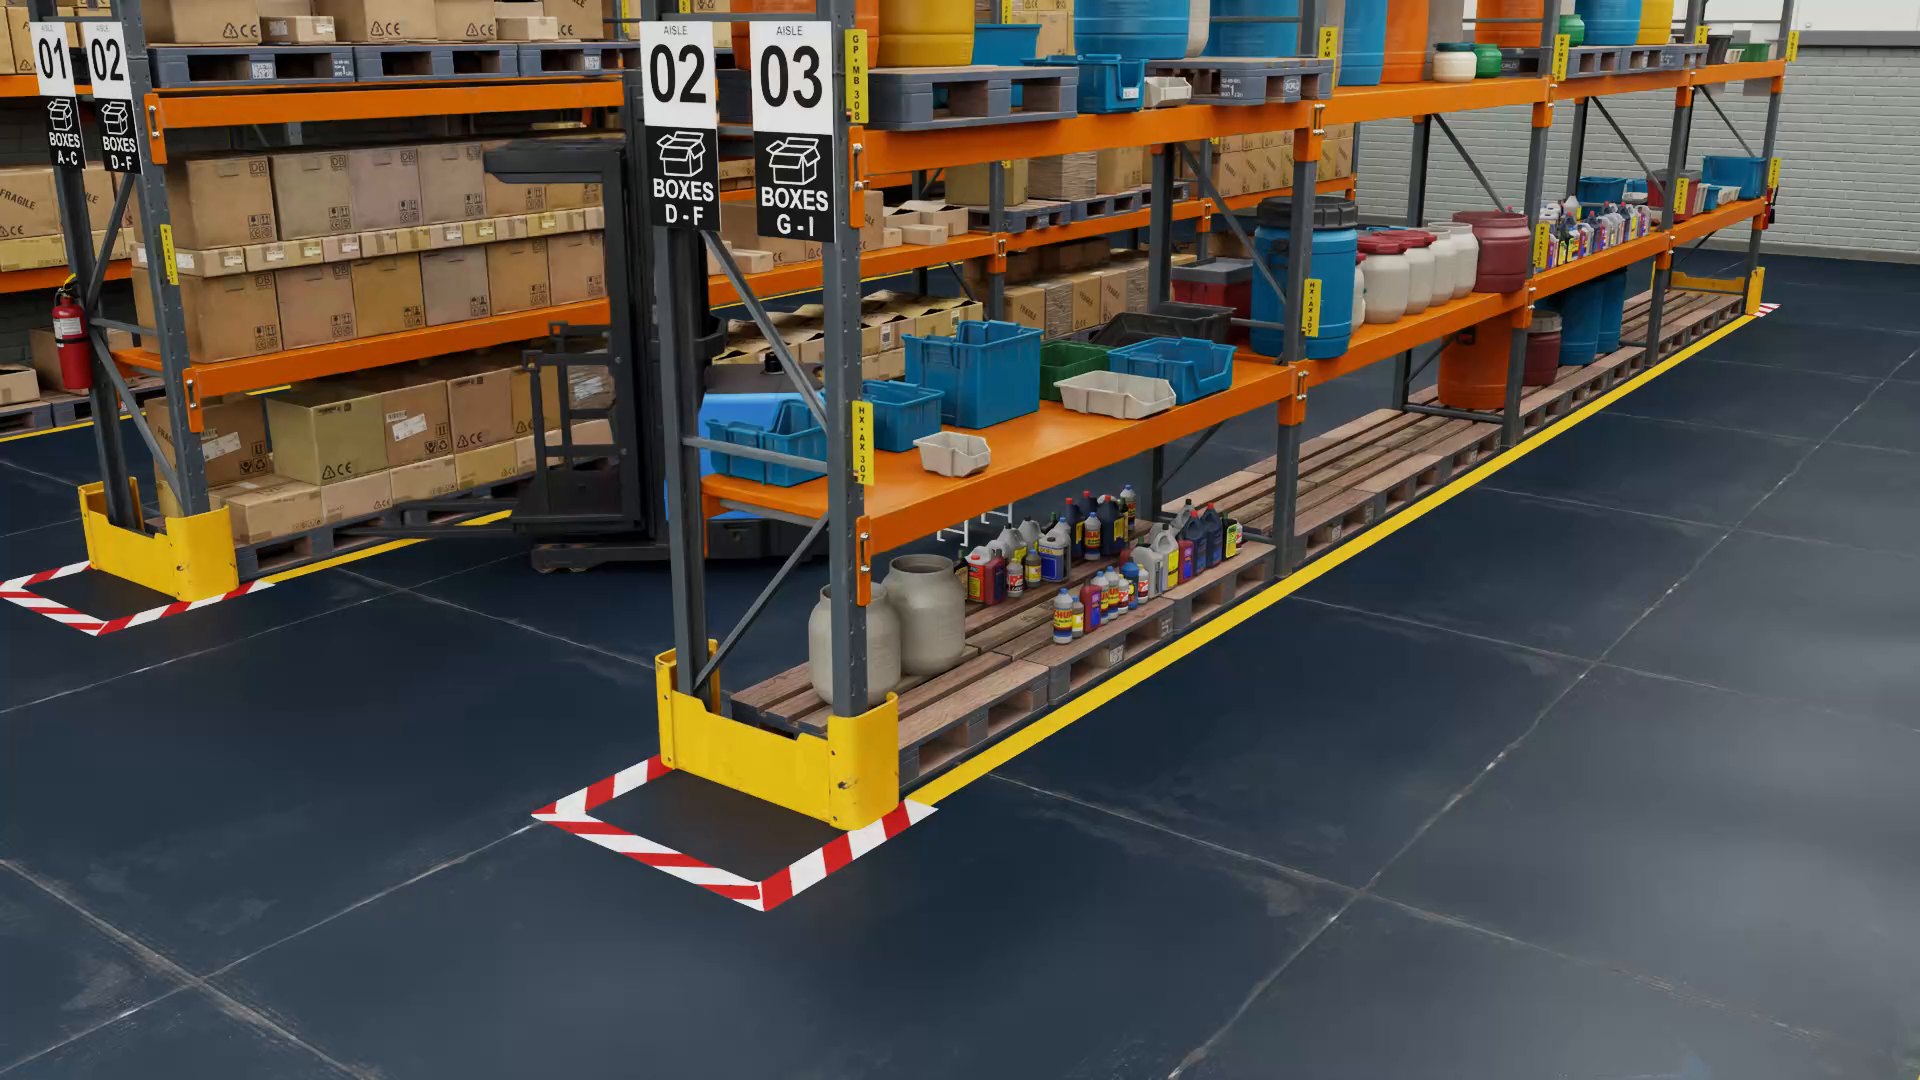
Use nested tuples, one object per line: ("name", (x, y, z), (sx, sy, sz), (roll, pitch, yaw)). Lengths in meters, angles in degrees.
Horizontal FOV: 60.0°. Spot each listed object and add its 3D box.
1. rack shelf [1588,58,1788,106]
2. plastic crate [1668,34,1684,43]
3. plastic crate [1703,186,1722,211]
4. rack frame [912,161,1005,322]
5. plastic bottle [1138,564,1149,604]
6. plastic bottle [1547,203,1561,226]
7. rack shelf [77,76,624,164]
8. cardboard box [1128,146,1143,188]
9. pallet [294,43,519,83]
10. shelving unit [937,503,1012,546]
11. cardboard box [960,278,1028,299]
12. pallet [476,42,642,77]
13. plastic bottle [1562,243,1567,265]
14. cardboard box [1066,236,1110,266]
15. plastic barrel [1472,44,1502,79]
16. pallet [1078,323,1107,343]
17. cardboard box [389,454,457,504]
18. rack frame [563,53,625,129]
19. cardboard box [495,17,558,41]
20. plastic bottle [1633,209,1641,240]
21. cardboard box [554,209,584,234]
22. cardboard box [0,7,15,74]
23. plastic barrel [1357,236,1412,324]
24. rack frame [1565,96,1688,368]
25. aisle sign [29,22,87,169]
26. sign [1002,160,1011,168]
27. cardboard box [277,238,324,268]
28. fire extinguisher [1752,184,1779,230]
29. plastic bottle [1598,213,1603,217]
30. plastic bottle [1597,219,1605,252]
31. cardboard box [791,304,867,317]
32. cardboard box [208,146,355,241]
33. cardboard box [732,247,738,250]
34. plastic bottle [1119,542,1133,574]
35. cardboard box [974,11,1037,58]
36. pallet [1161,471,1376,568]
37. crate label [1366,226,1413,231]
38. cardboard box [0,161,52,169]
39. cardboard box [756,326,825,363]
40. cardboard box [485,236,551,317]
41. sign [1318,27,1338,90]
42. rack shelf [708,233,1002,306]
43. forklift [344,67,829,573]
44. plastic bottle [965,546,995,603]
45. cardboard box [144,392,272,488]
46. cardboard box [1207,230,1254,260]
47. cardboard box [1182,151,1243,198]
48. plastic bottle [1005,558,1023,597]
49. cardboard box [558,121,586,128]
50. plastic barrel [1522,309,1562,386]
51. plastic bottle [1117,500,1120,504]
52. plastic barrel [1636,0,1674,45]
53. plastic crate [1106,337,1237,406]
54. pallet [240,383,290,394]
("rack shelf", (7.528, -4.764, 17.182), (1.077, 0.370, 4.000), (12, 21, 35))
("plastic crate", (7.151, -5.054, 17.103), (0.437, 0.282, 0.530), (12, 21, 35))
("plastic crate", (7.702, -3.566, 17.349), (0.416, 0.233, 0.300), (12, 21, 35))
("rack frame", (-0.023, -3.122, 15.740), (1.000, 3.000, 0.127), (12, 21, 35))
("plastic bottle", (0.962, 0.231, 8.919), (0.097, 0.201, 0.097), (0, 17, 0))
("plastic bottle", (5.537, -3.009, 15.586), (0.152, 0.276, 0.135), (12, 21, 35))
("rack shelf", (-3.598, -2.782, 10.800), (1.077, 0.370, 4.000), (12, 21, 35))
("cardboard box", (1.540, -4.075, 17.931), (0.500, 0.500, 0.700), (-16, 23, -42))
("pallet", (-3.621, -3.063, 10.640), (1.003, 0.211, 1.213), (12, 21, 35))
("shelving unit", (0.099, -0.612, 10.693), (0.258, 1.200, 0.503), (12, 21, 35))
("cardboard box", (0.346, -2.403, 16.896), (0.500, 0.500, 0.500), (13, 22, 37))
("pallet", (-2.894, -3.352, 11.572), (1.003, 0.211, 1.213), (12, 21, 35))
("plastic bottle", (4.917, -2.362, 13.627), (0.097, 0.201, 0.097), (0, 17, 0))
("cardboard box", (1.281, -3.139, 18.003), (0.500, 0.250, 0.500), (12, 21, 35))
("plastic barrel", (3.847, -3.537, 12.278), (0.294, 0.245, 0.294), (0, 17, 0))
("pallet", (1.180, -2.251, 17.636), (1.003, 0.211, 1.213), (12, 21, 35))
("cardboard box", (-3.698, -0.431, 11.003), (0.500, 0.250, 0.500), (12, 21, 35))
("rack frame", (-4.003, -3.997, 18.556), (1.000, 3.000, 0.127), (12, 21, 35))
("cardboard box", (-2.905, -3.414, 11.101), (0.380, 0.149, 0.250), (12, 21, 35))
("plastic bottle", (6.143, -2.901, 15.238), (0.152, 0.276, 0.135), (12, 21, 35))
("cardboard box", (-2.855, -2.240, 11.638), (0.380, 0.149, 0.250), (12, 21, 35))
("cardboard box", (-7.715, -3.863, 12.864), (0.500, 0.500, 0.500), (14, 22, 37))
("plastic barrel", (2.753, -1.722, 11.002), (0.433, 0.535, 0.433), (0, 17, 0))
("rack frame", (6.336, -3.199, 15.986), (1.000, 3.000, 0.127), (12, 21, 35))
("aisle sign", (-5.065, -2.495, 9.335), (0.394, 0.787, 0.004), (12, 21, 35))
("sign", (0.425, -3.578, 15.255), (0.100, 0.325, 0.005), (12, 21, 35))
("cardboard box", (-4.078, -1.752, 10.066), (0.380, 0.149, 0.250), (13, 21, 35))
("fire extinguisher", (9.175, -3.892, 18.978), (0.296, 0.674, 0.183), (12, 21, 35))
("plastic bottle", (5.732, -2.797, 14.909), (0.097, 0.271, 0.097), (0, 17, 0))
("plastic bottle", (5.523, -2.634, 14.366), (0.061, 0.283, 0.133), (12, 21, 35))
("cardboard box", (-1.183, -1.957, 14.970), (0.500, 0.311, 0.500), (12, 21, 33))
("cardboard box", (-4.161, -2.132, 10.195), (0.700, 0.500, 0.500), (12, 21, 33))
("cardboard box", (-2.030, -2.347, 13.471), (0.396, 0.266, 0.258), (12, 21, 33))
("plastic bottle", (0.925, 0.140, 9.073), (0.061, 0.283, 0.133), (12, 21, 35))
("cardboard box", (0.210, -4.712, 15.634), (0.910, 0.500, 0.500), (12, 21, 35))
("pallet", (2.006, -0.156, 10.889), (1.003, 0.211, 1.213), (12, 21, 35))
("crate label", (3.144, -2.074, 12.305), (0.502, 0.435, 0.616), (12, 21, 35))
("cardboard box", (-7.747, -2.899, 13.976), (0.500, 0.500, 0.500), (13, 21, 35))
("cardboard box", (-1.350, -1.621, 13.888), (0.500, 0.311, 0.500), (12, 21, 33))
("cardboard box", (-3.277, -1.865, 11.523), (0.700, 0.500, 0.500), (13, 21, 35))
("sign", (2.005, -2.630, 9.083), (0.100, 0.325, 0.005), (12, 21, 35))
("rack shelf", (-1.215, -2.302, 14.313), (1.077, 0.370, 4.000), (12, 21, 35))
("forklift", (-2.274, -1.363, 10.192), (3.031, 2.935, 1.130), (-1, 17, -4))
("plastic bottle", (0.101, 0.180, 8.957), (0.152, 0.276, 0.135), (13, 21, 35))
("cardboard box", (-4.709, -0.643, 10.419), (0.500, 0.500, 0.500), (12, 21, 35))
("cardboard box", (3.476, -3.541, 20.557), (0.797, 0.503, 0.637), (12, 21, 35))
("cardboard box", (2.883, -4.196, 19.029), (0.500, 0.500, 0.500), (13, 22, 36))
("plastic bottle", (0.295, 0.200, 9.018), (0.097, 0.201, 0.097), (0, 17, 0))
("cardboard box", (-4.185, -4.477, 18.098), (0.380, 0.149, 0.250), (9, 20, 28))
("plastic barrel", (4.904, -1.683, 14.465), (0.600, 0.588, 0.708), (12, 21, 35))
("plastic bottle", (0.967, -0.144, 10.128), (0.097, 0.201, 0.097), (0, 17, 0))
("plastic barrel", (5.956, -4.668, 14.636), (0.600, 0.588, 0.600), (0, 17, 0))
("plastic crate", (1.128, -0.911, 8.869), (0.499, 0.251, 0.616), (12, 21, 35))
("pallet", (-6.759, -1.546, 15.366), (1.003, 0.211, 1.213), (12, 21, 35))
